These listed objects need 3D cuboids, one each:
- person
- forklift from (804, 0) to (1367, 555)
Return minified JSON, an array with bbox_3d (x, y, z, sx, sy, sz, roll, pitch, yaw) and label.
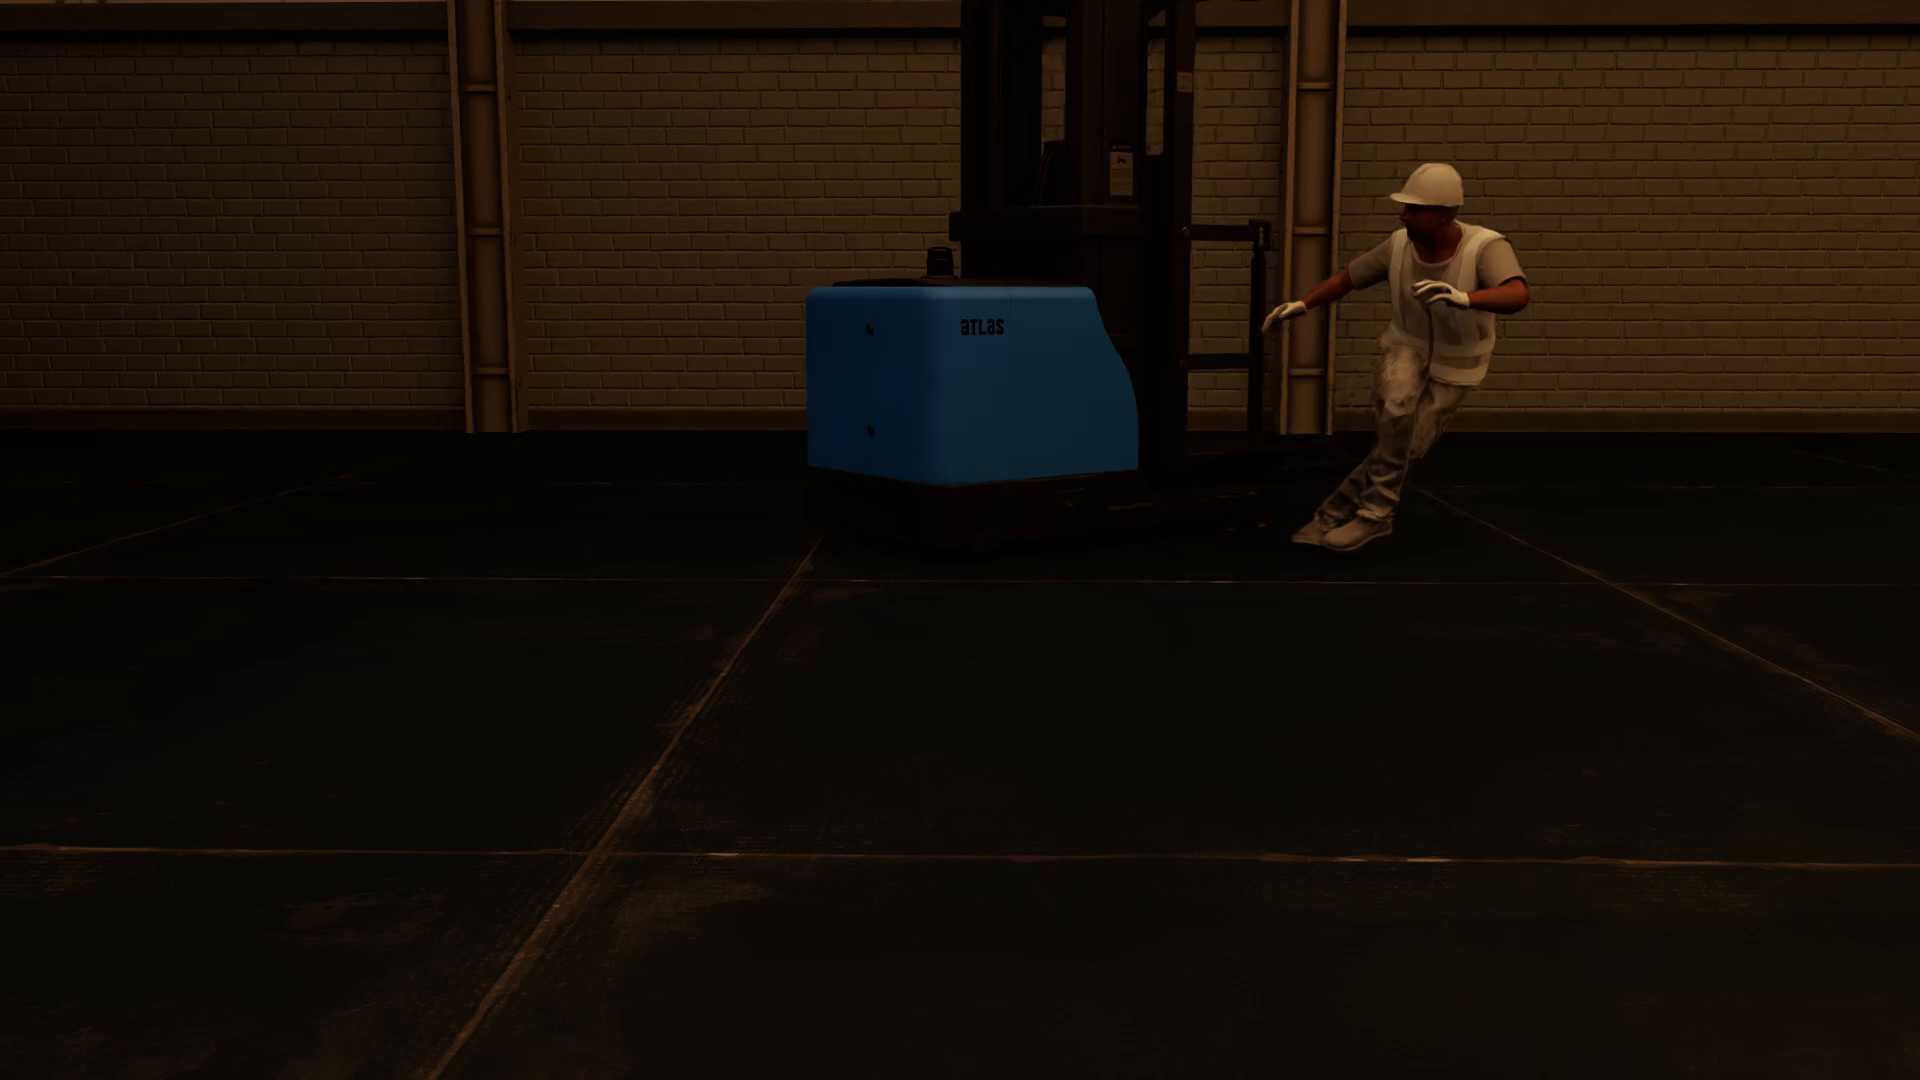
[{"bbox_3d":[1.666,-0.673,6.445,1.031,1.524,0.933,4,9,22],"label":"person"},{"bbox_3d":[0.811,-1.543,7.523,3.031,2.935,1.130,-6,11,-36],"label":"forklift"}]
